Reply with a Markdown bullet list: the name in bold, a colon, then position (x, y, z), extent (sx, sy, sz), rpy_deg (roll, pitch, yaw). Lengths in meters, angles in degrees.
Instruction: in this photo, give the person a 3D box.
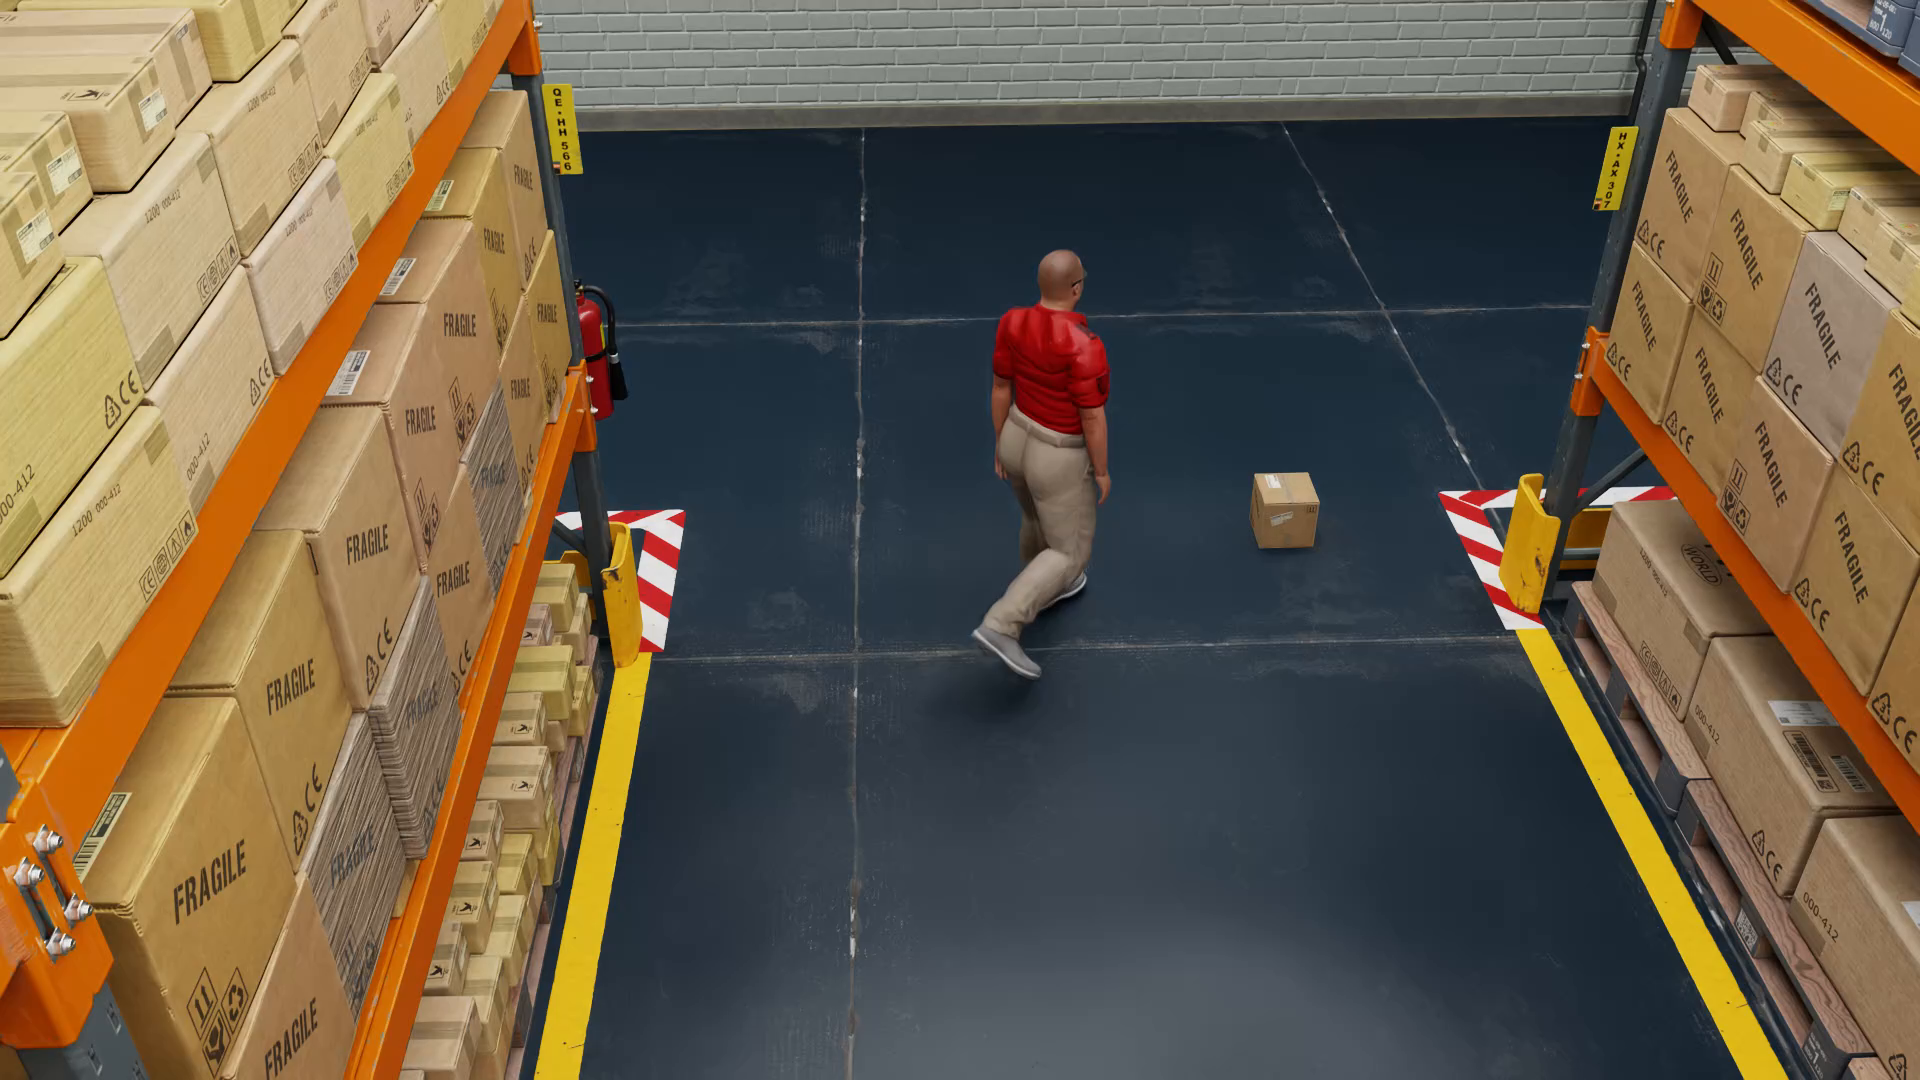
- **person**: position (0.317, -0.304, 6.568), extent (0.841, 1.708, 0.592), rpy_deg (-27, 43, -33)
